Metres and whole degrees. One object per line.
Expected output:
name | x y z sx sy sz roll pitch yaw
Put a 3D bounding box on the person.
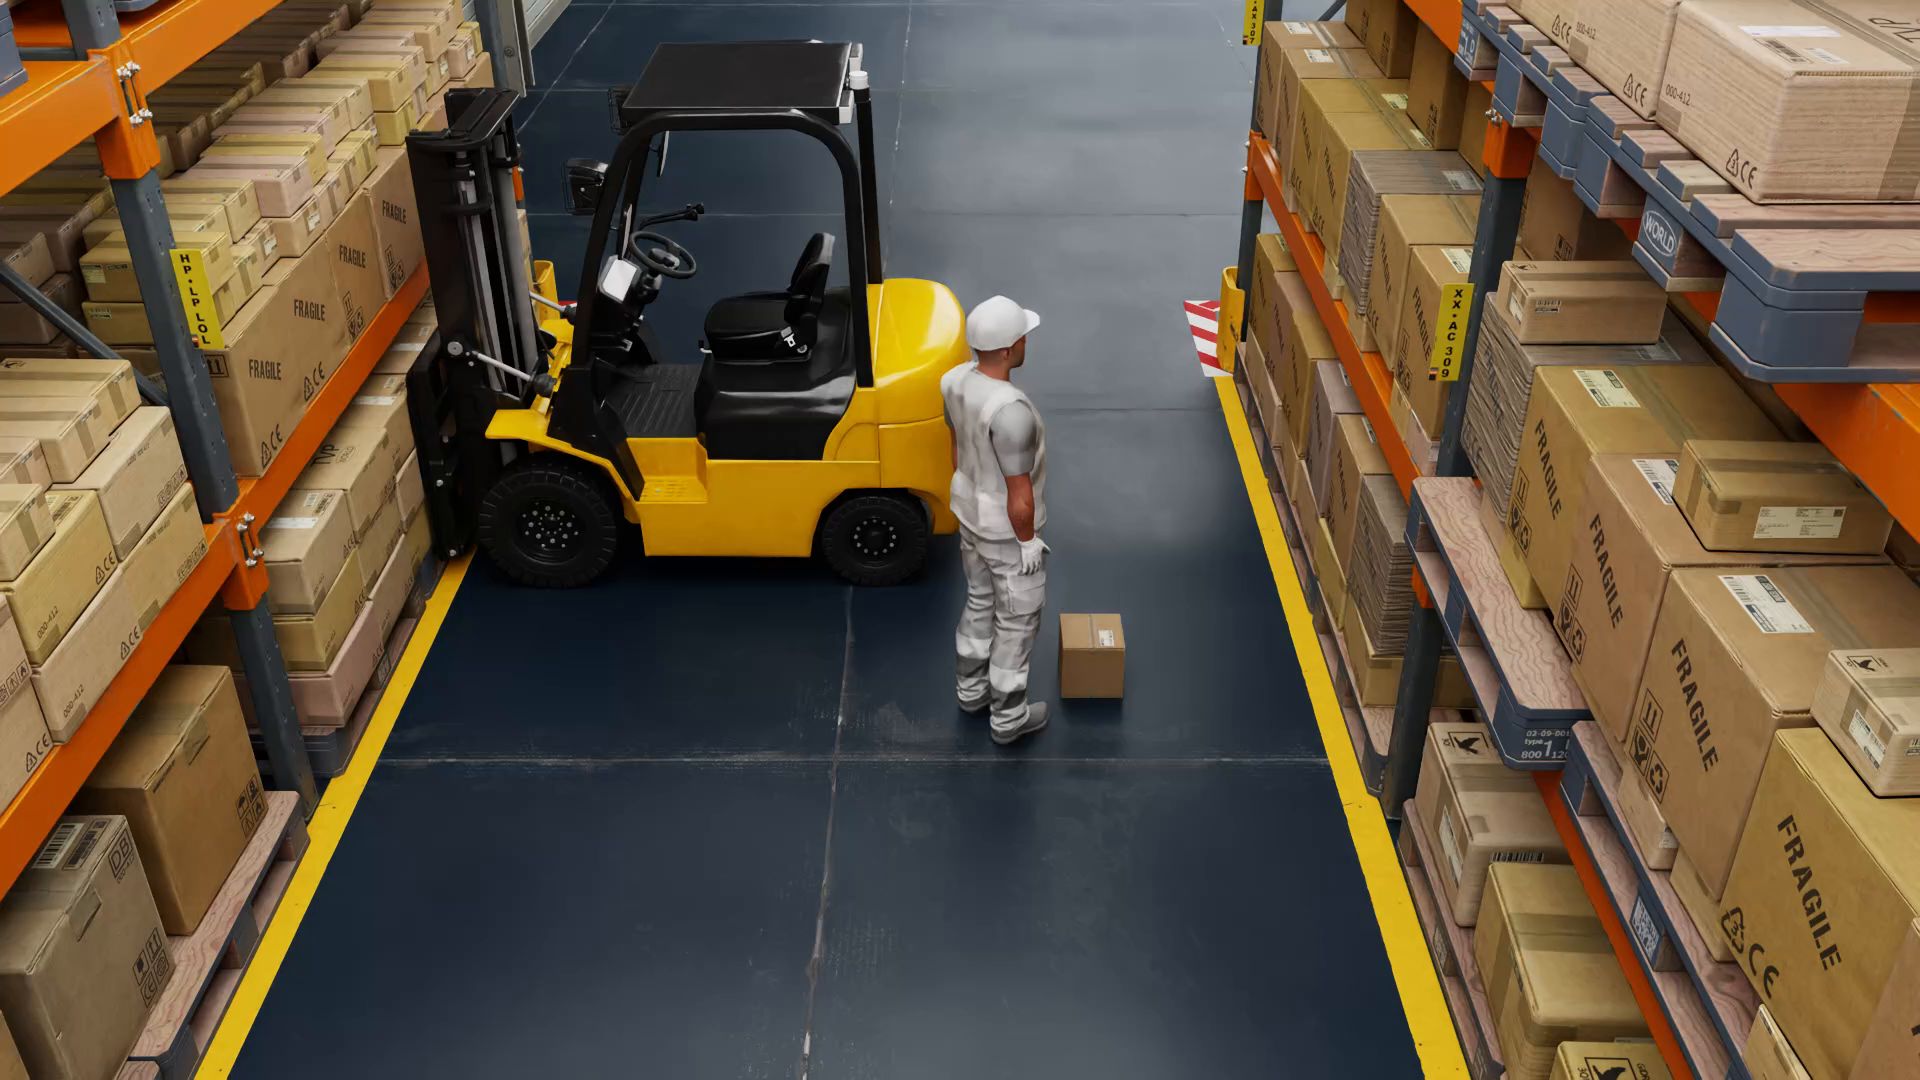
person | 0.152 -0.079 6.239 0.351 1.790 0.529 -15 34 -23
